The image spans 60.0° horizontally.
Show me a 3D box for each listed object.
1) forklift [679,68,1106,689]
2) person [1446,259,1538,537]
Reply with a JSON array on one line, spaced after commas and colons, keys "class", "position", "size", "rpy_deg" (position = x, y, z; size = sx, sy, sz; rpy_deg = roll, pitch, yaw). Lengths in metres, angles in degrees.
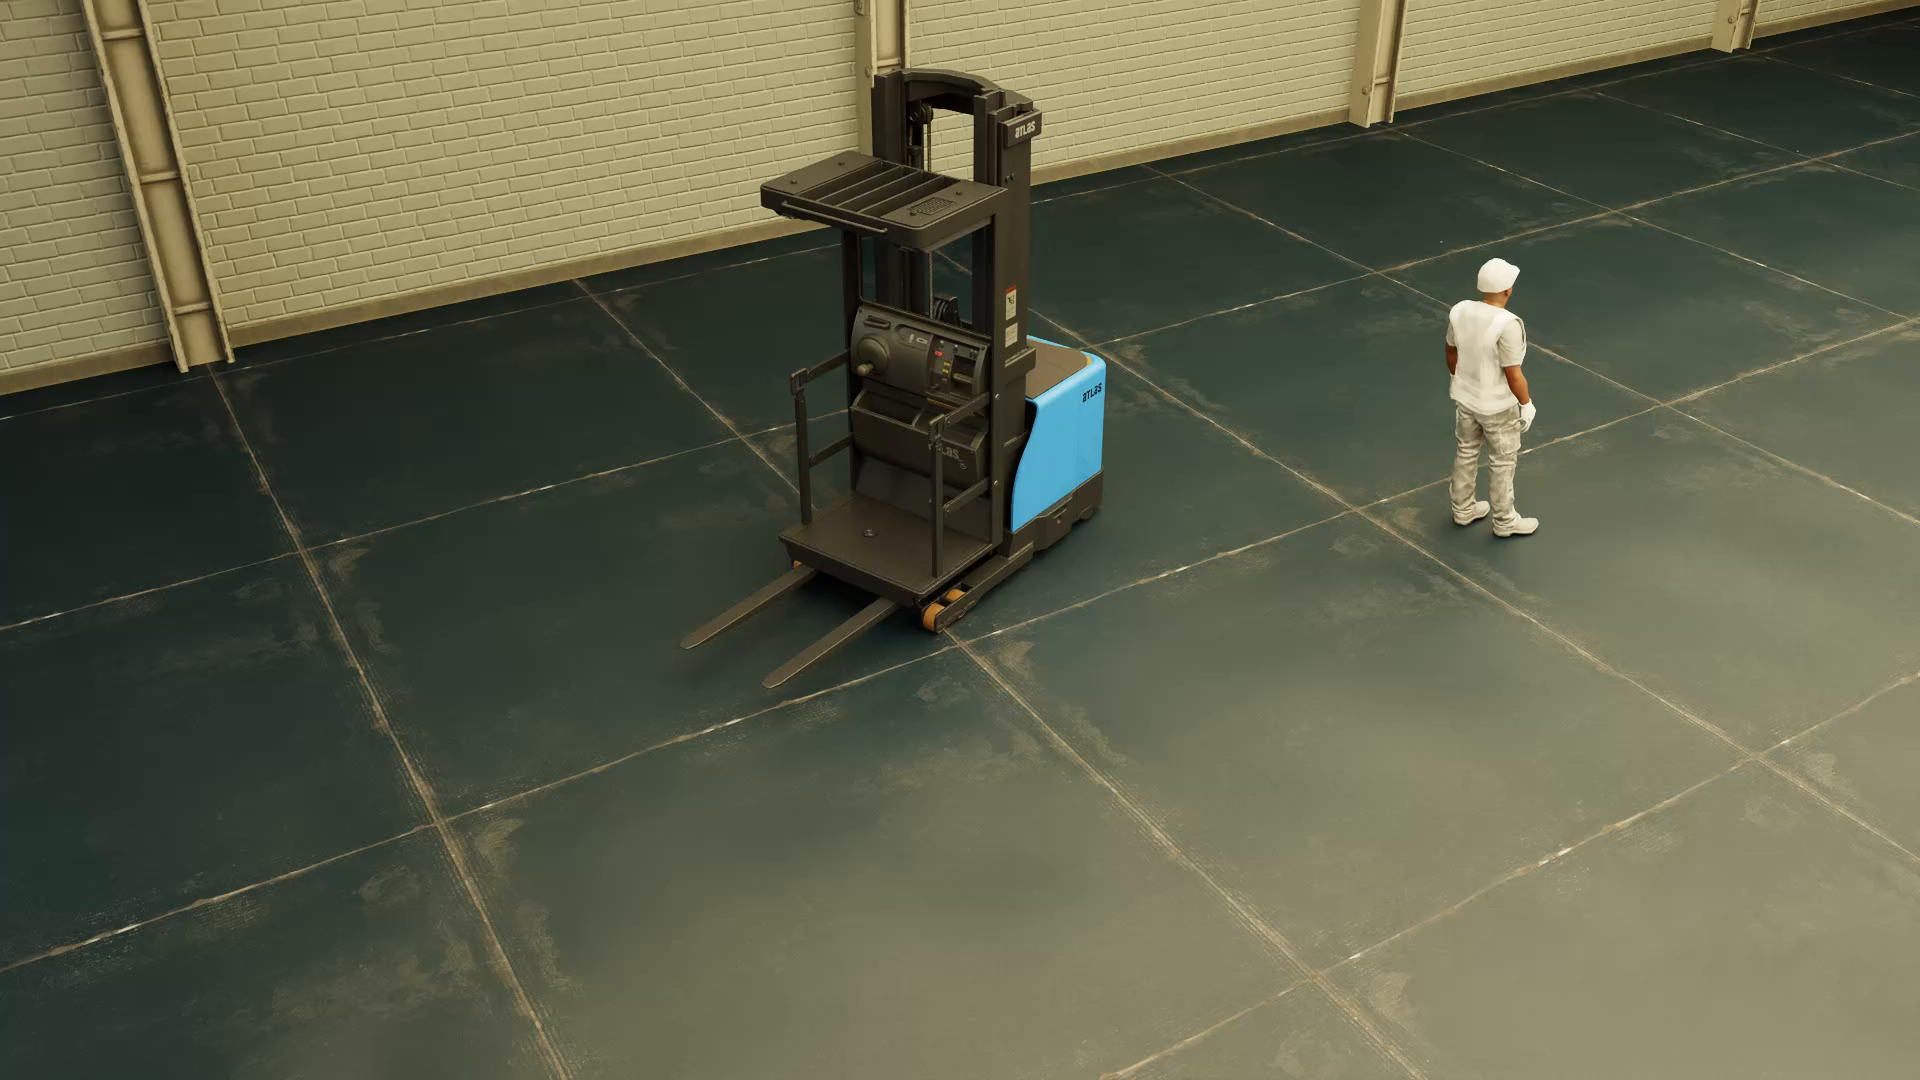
[{"class": "forklift", "position": [-0.365, -1.007, 9.329], "size": [1.130, 2.935, 3.031], "rpy_deg": [21, 37, 31]}, {"class": "person", "position": [3.300, -0.894, 10.244], "size": [0.577, 1.782, 0.656], "rpy_deg": [-16, 34, -24]}]
